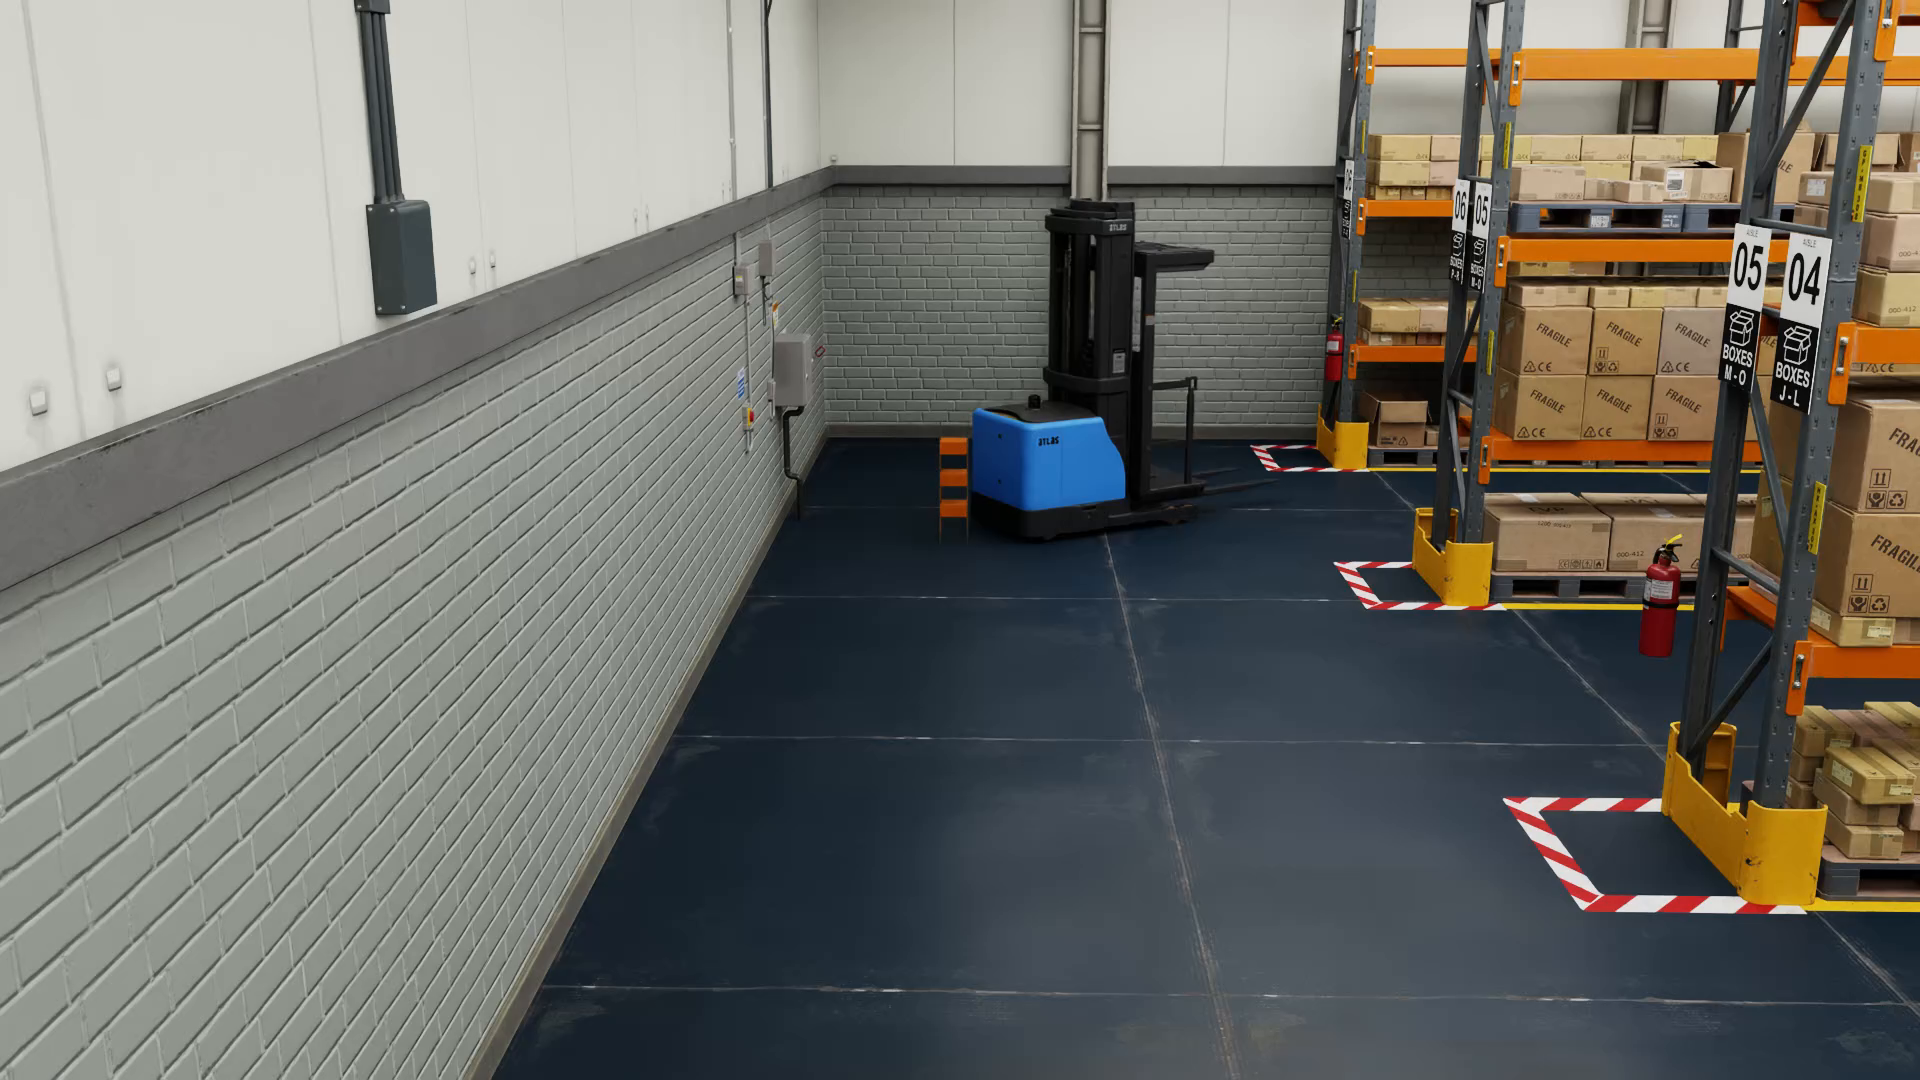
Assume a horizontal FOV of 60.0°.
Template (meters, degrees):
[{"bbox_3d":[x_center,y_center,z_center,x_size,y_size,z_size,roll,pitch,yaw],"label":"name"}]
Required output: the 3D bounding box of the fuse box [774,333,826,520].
[{"bbox_3d":[-1.463,-1.027,15.377,0.414,1.711,0.539,0,15,1],"label":"fuse box"}]

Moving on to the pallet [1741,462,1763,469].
[{"bbox_3d":[8.911,-0.980,18.141,1.213,0.211,1.003,0,15,1],"label":"pallet"}]

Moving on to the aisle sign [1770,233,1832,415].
[{"bbox_3d":[3.869,-1.002,7.662,0.004,0.787,0.394,0,15,1],"label":"aisle sign"}]

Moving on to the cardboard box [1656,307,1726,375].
[{"bbox_3d":[5.479,-1.537,12.631,0.500,0.500,0.500,0,15,1],"label":"cardboard box"}]

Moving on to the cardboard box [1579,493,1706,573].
[{"bbox_3d":[5.553,-0.066,13.408,0.875,0.438,0.875,1,15,3],"label":"cardboard box"}]

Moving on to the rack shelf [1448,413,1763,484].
[{"bbox_3d":[5.975,-0.723,13.112,4.000,0.370,1.077,0,15,1],"label":"rack shelf"}]

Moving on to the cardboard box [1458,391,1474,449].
[{"bbox_3d":[5.561,-1.301,17.967,0.500,0.500,0.700,1,15,4],"label":"cardboard box"}]

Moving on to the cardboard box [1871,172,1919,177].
[{"bbox_3d":[4.534,-1.685,8.000,0.250,0.149,0.380,1,15,2],"label":"cardboard box"}]

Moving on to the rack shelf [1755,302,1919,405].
[{"bbox_3d":[5.949,-0.911,7.942,4.000,0.370,1.077,0,15,1],"label":"rack shelf"}]

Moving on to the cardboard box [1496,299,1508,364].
[{"bbox_3d":[4.463,-1.674,13.147,0.500,0.500,0.500,1,15,3],"label":"cardboard box"}]

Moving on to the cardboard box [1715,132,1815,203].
[{"bbox_3d":[5.987,-2.783,12.413,0.500,0.500,0.500,1,15,2],"label":"cardboard box"}]

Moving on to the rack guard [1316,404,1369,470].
[{"bbox_3d":[4.174,-1.141,18.184,0.348,0.500,1.175,0,15,1],"label":"rack guard"}]

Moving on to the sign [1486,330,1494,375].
[{"bbox_3d":[3.955,-1.400,12.412,0.005,0.325,0.100,0,15,1],"label":"sign"}]

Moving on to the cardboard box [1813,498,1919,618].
[{"bbox_3d":[4.392,0.060,7.953,0.500,0.500,0.500,1,15,4],"label":"cardboard box"}]

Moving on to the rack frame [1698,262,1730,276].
[{"bbox_3d":[8.097,-2.324,17.768,0.127,3.000,1.000,0,15,1],"label":"rack frame"}]

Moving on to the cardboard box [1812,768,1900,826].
[{"bbox_3d":[4.467,1.279,8.293,0.250,0.149,0.380,1,15,4],"label":"cardboard box"}]

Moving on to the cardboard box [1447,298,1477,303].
[{"bbox_3d":[5.575,-2.478,18.063,0.500,0.250,0.500,1,15,3],"label":"cardboard box"}]

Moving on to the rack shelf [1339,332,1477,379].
[{"bbox_3d":[6.098,-1.989,17.910,4.000,0.370,1.077,0,15,1],"label":"rack shelf"}]

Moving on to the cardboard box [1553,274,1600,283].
[{"bbox_3d":[4.854,-2.003,13.123,0.250,0.149,0.380,0,15,1],"label":"cardboard box"}]

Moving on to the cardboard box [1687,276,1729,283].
[{"bbox_3d":[5.878,-1.978,13.028,0.250,0.149,0.380,1,15,3],"label":"cardboard box"}]

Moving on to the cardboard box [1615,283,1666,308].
[{"bbox_3d":[5.108,-1.845,12.526,0.250,0.149,0.380,0,15,0],"label":"cardboard box"}]

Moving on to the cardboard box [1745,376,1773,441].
[{"bbox_3d":[5.964,-1.053,12.755,0.500,0.500,0.500,1,15,3],"label":"cardboard box"}]

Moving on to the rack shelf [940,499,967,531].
[{"bbox_3d":[-0.053,-0.229,14.781,0.240,0.259,0.215,0,15,1],"label":"rack shelf"}]

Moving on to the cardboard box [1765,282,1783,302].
[{"bbox_3d":[6.136,-1.847,12.532,0.250,0.149,0.380,0,15,1],"label":"cardboard box"}]

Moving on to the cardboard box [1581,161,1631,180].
[{"bbox_3d":[6.577,-3.792,17.163,0.500,0.250,0.500,1,15,3],"label":"cardboard box"}]

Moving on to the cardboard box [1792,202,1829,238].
[{"bbox_3d":[4.417,-1.503,8.089,0.500,0.250,0.500,0,15,0],"label":"cardboard box"}]

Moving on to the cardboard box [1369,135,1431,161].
[{"bbox_3d":[4.536,-4.046,17.148,0.500,0.250,0.500,0,15,1],"label":"cardboard box"}]

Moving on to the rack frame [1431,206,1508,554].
[{"bbox_3d":[3.975,-1.084,13.069,0.127,3.000,1.000,0,15,1],"label":"rack frame"}]

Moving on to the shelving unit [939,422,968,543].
[{"bbox_3d":[-0.053,-0.508,14.707,0.252,1.050,0.215,0,15,1],"label":"shelving unit"}]

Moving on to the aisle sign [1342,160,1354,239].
[{"bbox_3d":[4.023,-3.533,17.253,0.004,0.787,0.394,0,15,1],"label":"aisle sign"}]

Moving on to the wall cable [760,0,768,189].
[{"bbox_3d":[-1.696,-4.142,12.899,0.029,3.000,2.355,0,15,1],"label":"wall cable"}]

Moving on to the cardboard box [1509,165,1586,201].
[{"bbox_3d":[4.428,-2.733,12.715,0.500,0.250,0.500,-1,15,-4],"label":"cardboard box"}]

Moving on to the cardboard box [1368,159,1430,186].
[{"bbox_3d":[4.535,-3.799,17.191,0.500,0.250,0.500,0,15,1],"label":"cardboard box"}]

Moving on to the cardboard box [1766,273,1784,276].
[{"bbox_3d":[8.575,-2.515,17.474,0.500,0.500,0.700,1,15,3],"label":"cardboard box"}]

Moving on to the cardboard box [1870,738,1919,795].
[{"bbox_3d":[4.744,1.128,8.284,0.250,0.149,0.380,1,15,2],"label":"cardboard box"}]

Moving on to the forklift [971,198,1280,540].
[{"bbox_3d":[1.636,-1.667,15.411,3.031,2.935,1.130,-8,17,-29],"label":"forklift"}]

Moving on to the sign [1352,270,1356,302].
[{"bbox_3d":[4.085,-2.630,17.232,0.005,0.325,0.100,0,15,1],"label":"sign"}]

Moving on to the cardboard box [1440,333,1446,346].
[{"bbox_3d":[5.190,-2.156,17.626,0.250,0.149,0.380,1,15,3],"label":"cardboard box"}]

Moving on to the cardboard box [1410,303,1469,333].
[{"bbox_3d":[5.049,-2.346,17.565,0.500,0.250,0.500,1,15,2],"label":"cardboard box"}]

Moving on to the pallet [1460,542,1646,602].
[{"bbox_3d":[4.777,0.249,13.481,1.213,0.211,1.003,0,15,1],"label":"pallet"}]

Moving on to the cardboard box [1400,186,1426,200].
[{"bbox_3d":[4.674,-3.623,17.303,0.250,0.149,0.380,1,15,2],"label":"cardboard box"}]

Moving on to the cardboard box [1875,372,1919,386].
[{"bbox_3d":[4.920,-0.554,8.320,0.500,0.500,0.500,0,15,0],"label":"cardboard box"}]

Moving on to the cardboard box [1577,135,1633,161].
[{"bbox_3d":[6.572,-4.036,17.108,0.500,0.250,0.500,1,15,2],"label":"cardboard box"}]
